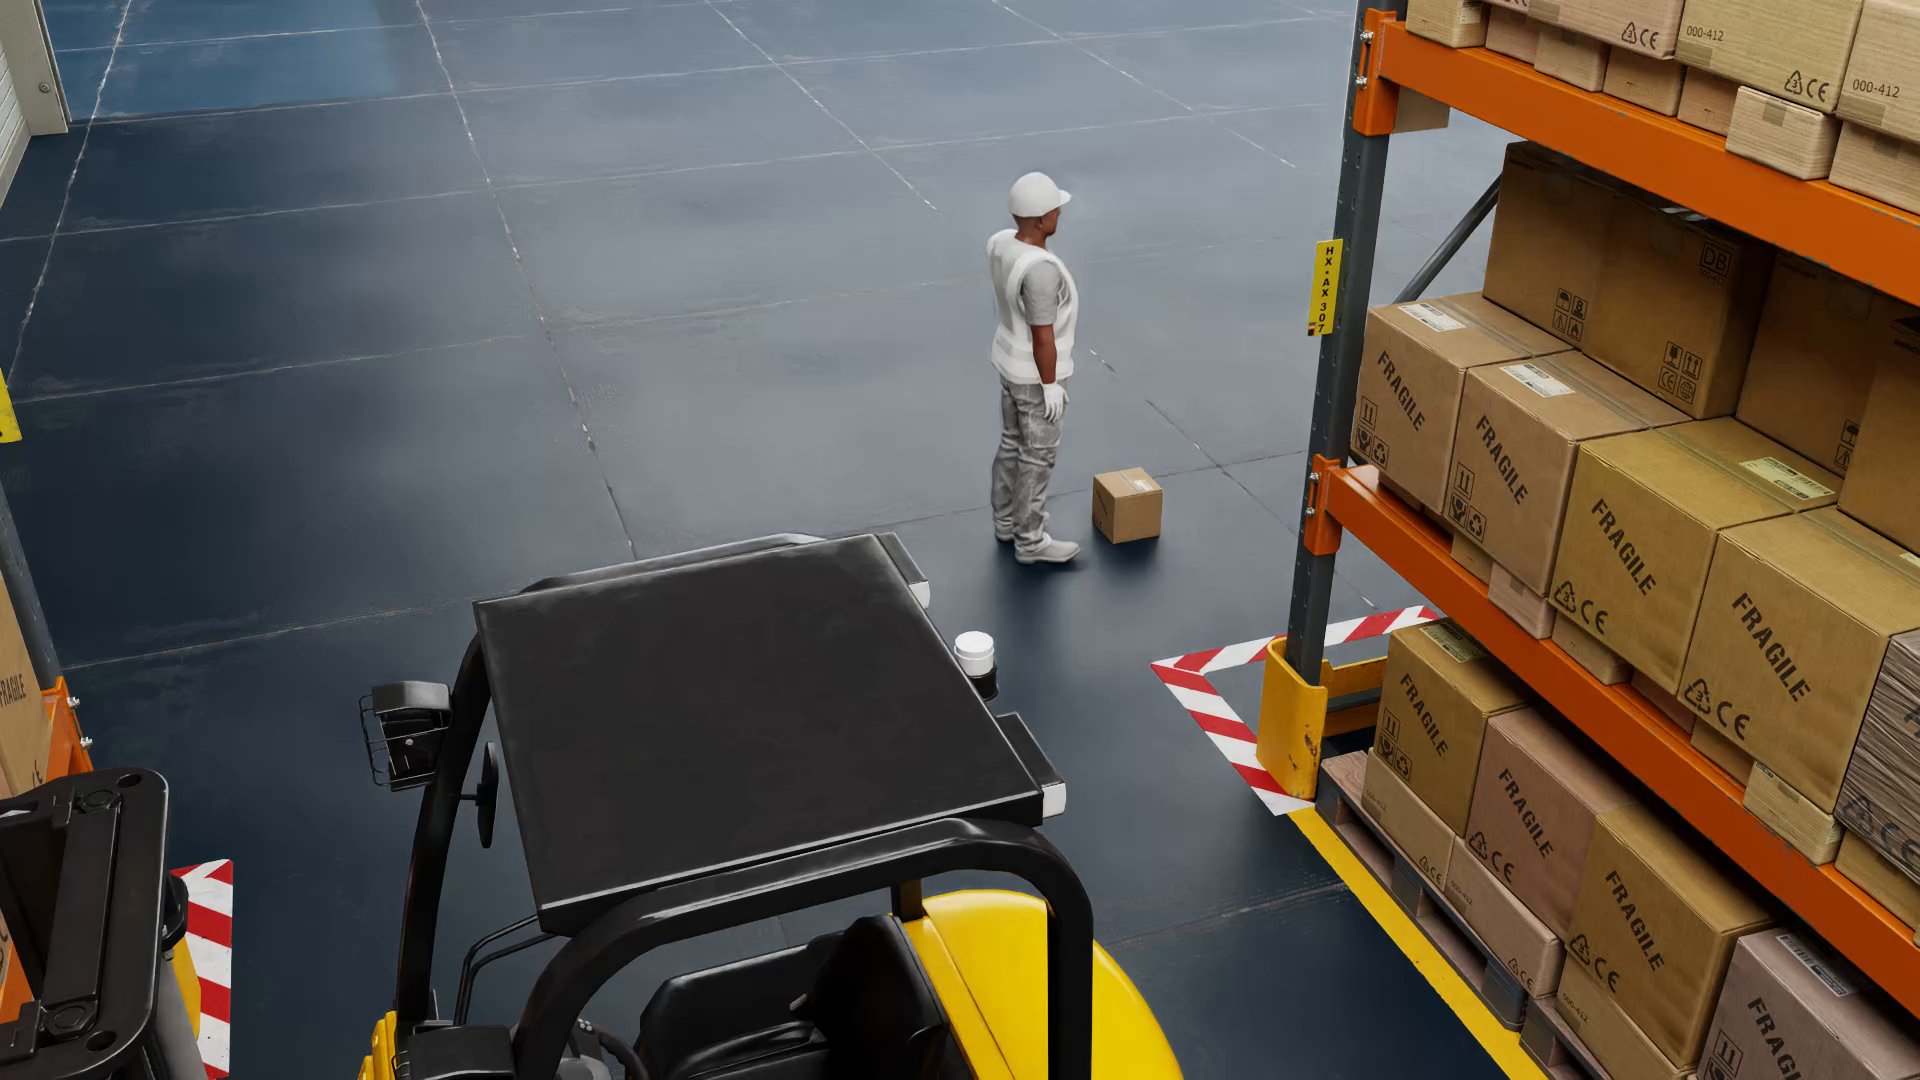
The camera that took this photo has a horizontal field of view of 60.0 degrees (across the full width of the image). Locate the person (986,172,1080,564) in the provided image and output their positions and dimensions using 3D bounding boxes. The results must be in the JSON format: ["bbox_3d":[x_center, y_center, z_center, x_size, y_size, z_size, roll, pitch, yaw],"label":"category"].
[{"bbox_3d":[0.332,-0.767,7.428,0.362,1.785,0.550,-9,31,-15],"label":"person"}]
